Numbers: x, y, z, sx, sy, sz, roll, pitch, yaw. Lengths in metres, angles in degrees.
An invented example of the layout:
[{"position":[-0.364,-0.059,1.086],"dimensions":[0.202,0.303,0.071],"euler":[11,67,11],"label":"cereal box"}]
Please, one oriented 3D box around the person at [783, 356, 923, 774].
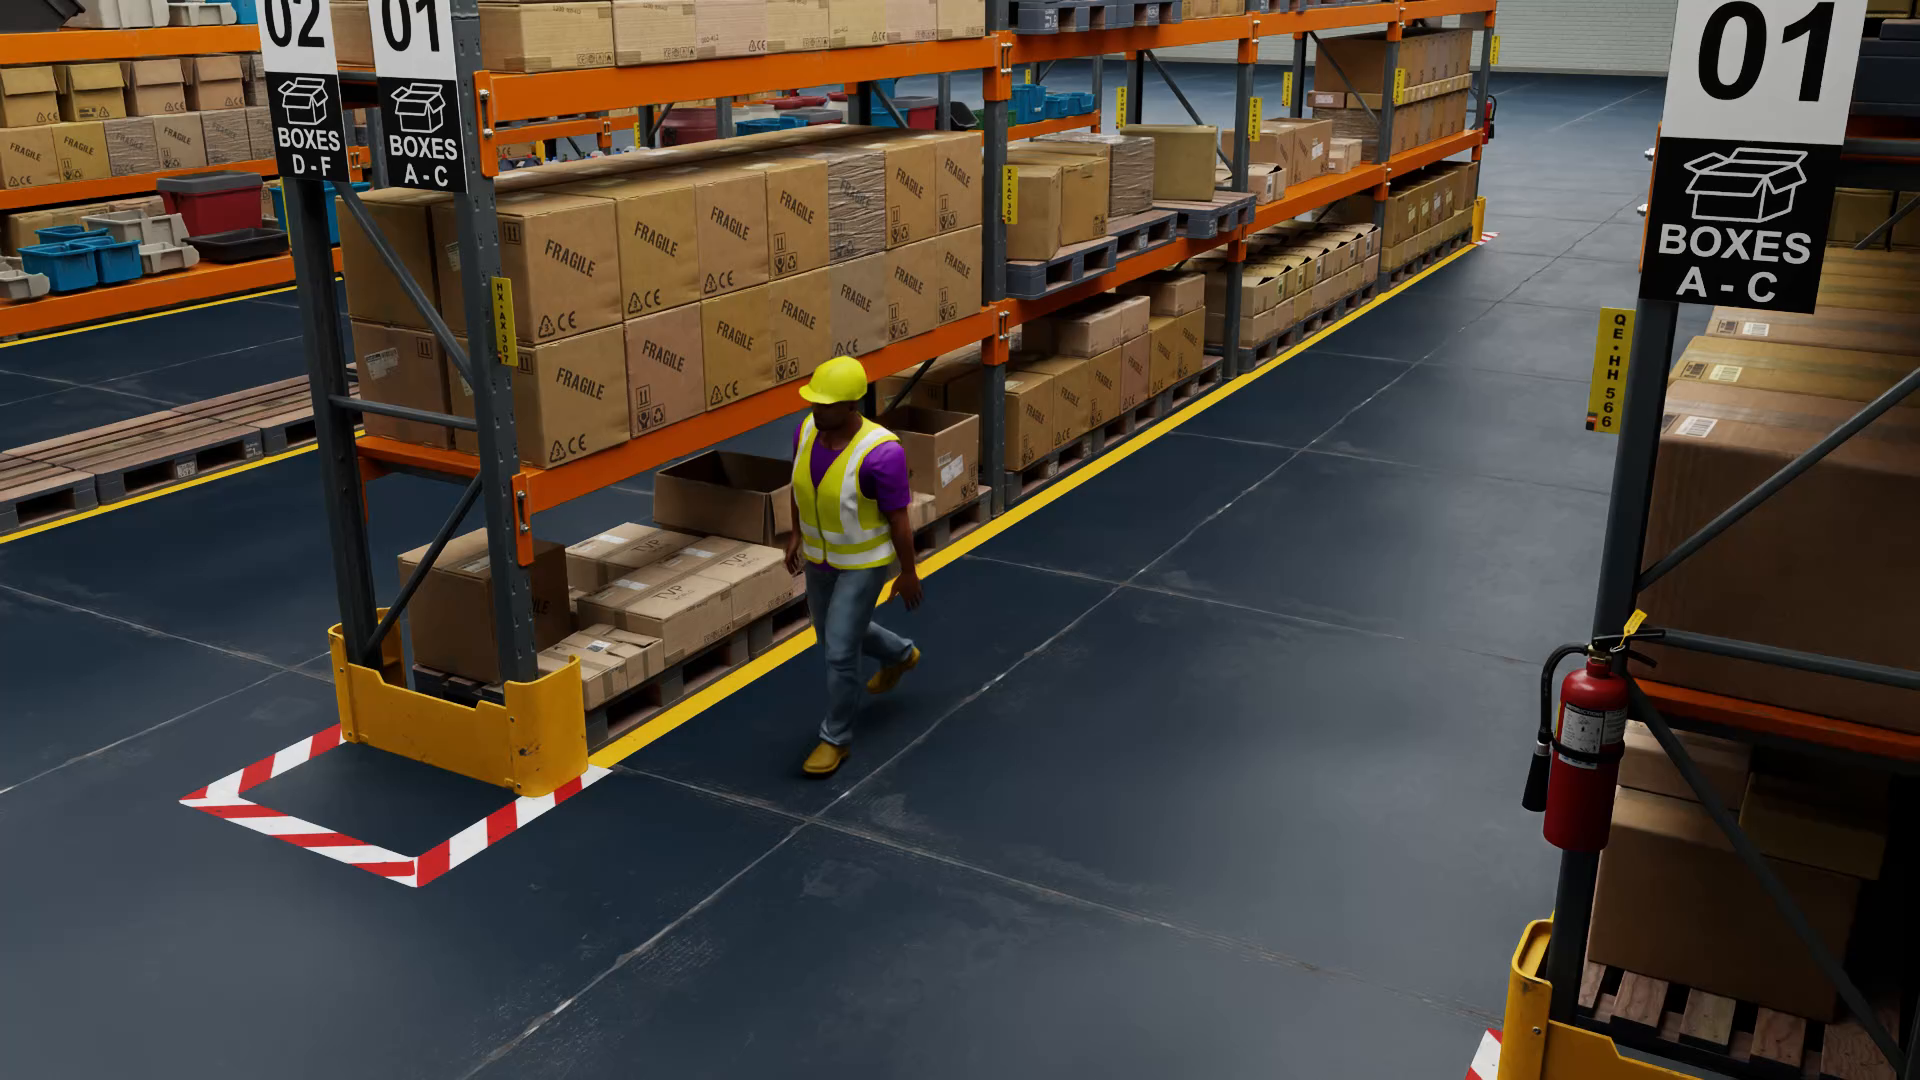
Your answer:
[{"position":[-0.425,0.042,6.927],"dimensions":[0.665,1.739,0.865],"euler":[15,24,36],"label":"person"}]
